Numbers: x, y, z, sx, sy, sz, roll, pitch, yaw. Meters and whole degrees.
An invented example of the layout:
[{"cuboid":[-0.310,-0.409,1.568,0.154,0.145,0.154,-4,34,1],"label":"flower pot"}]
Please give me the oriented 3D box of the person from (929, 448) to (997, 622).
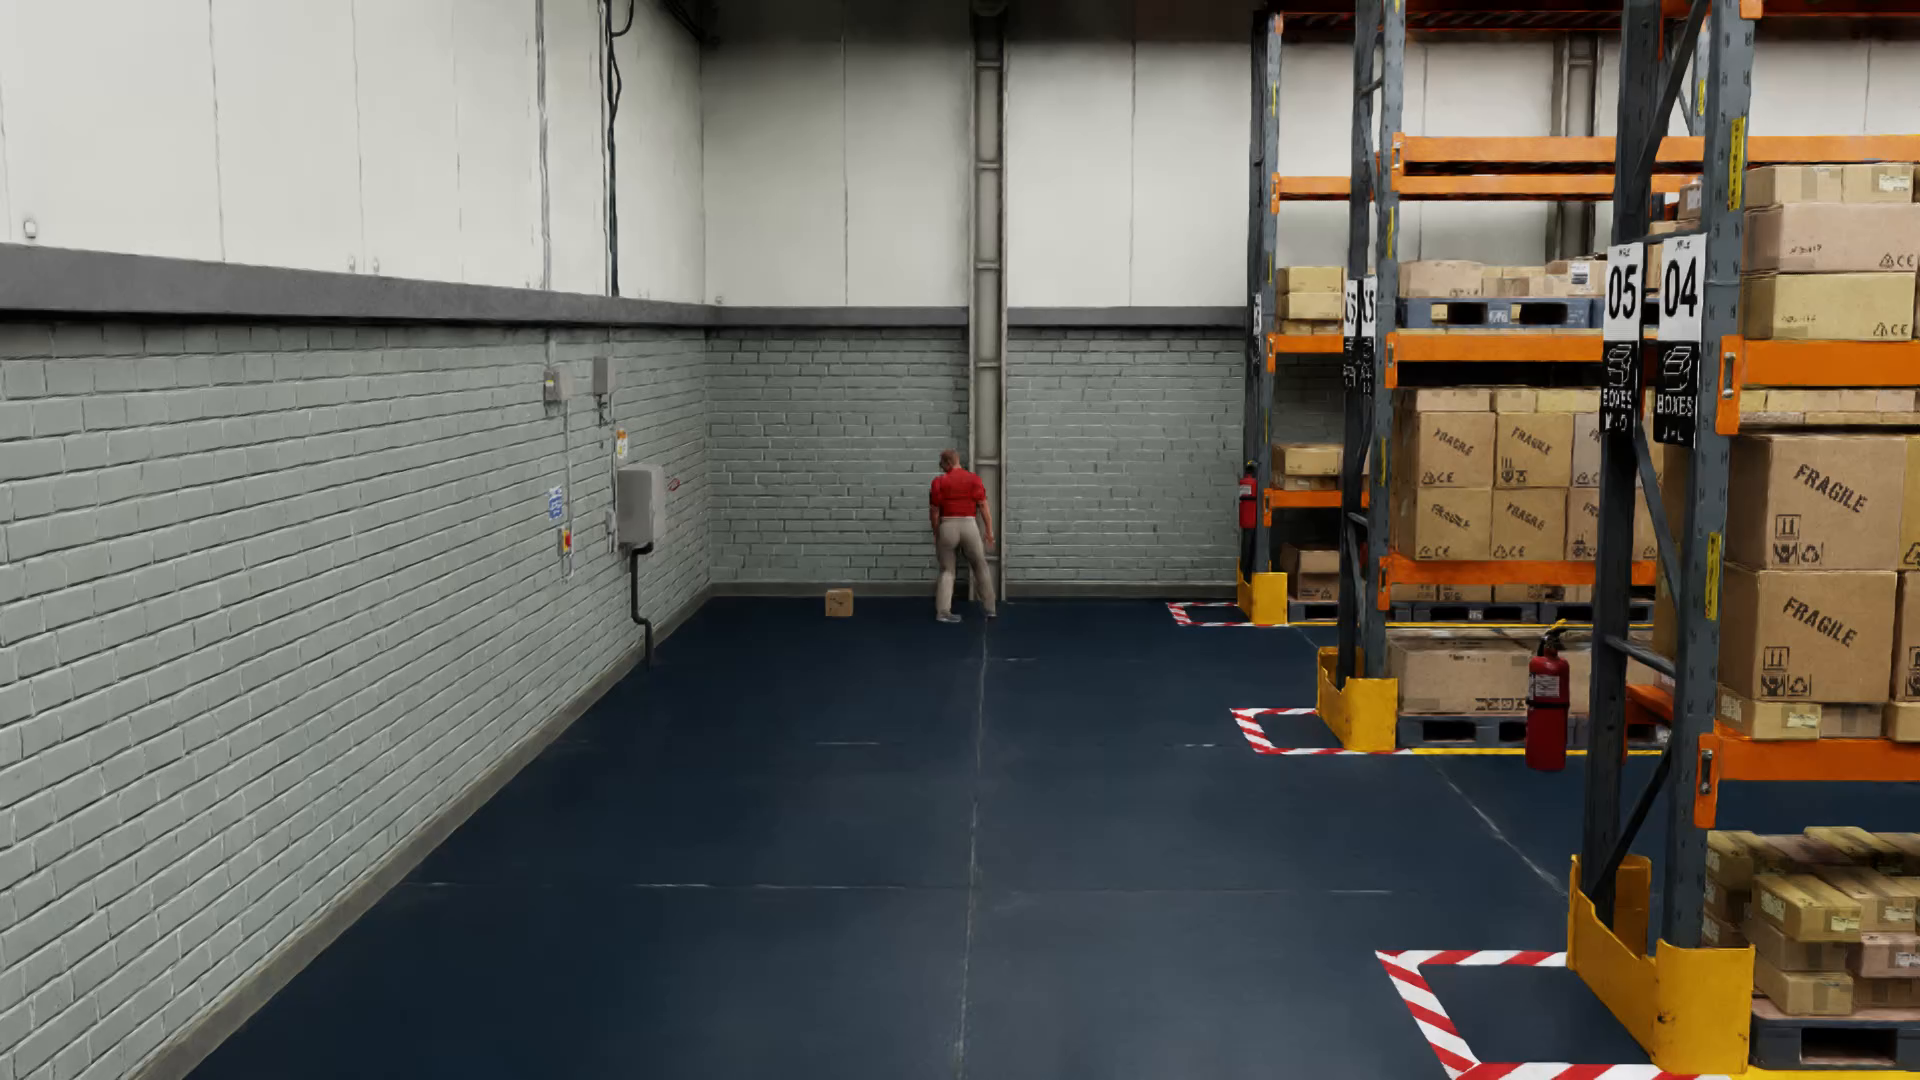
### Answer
[{"cuboid":[0.032,-0.053,16.402,0.661,1.720,0.566,0,7,1],"label":"person"}]
